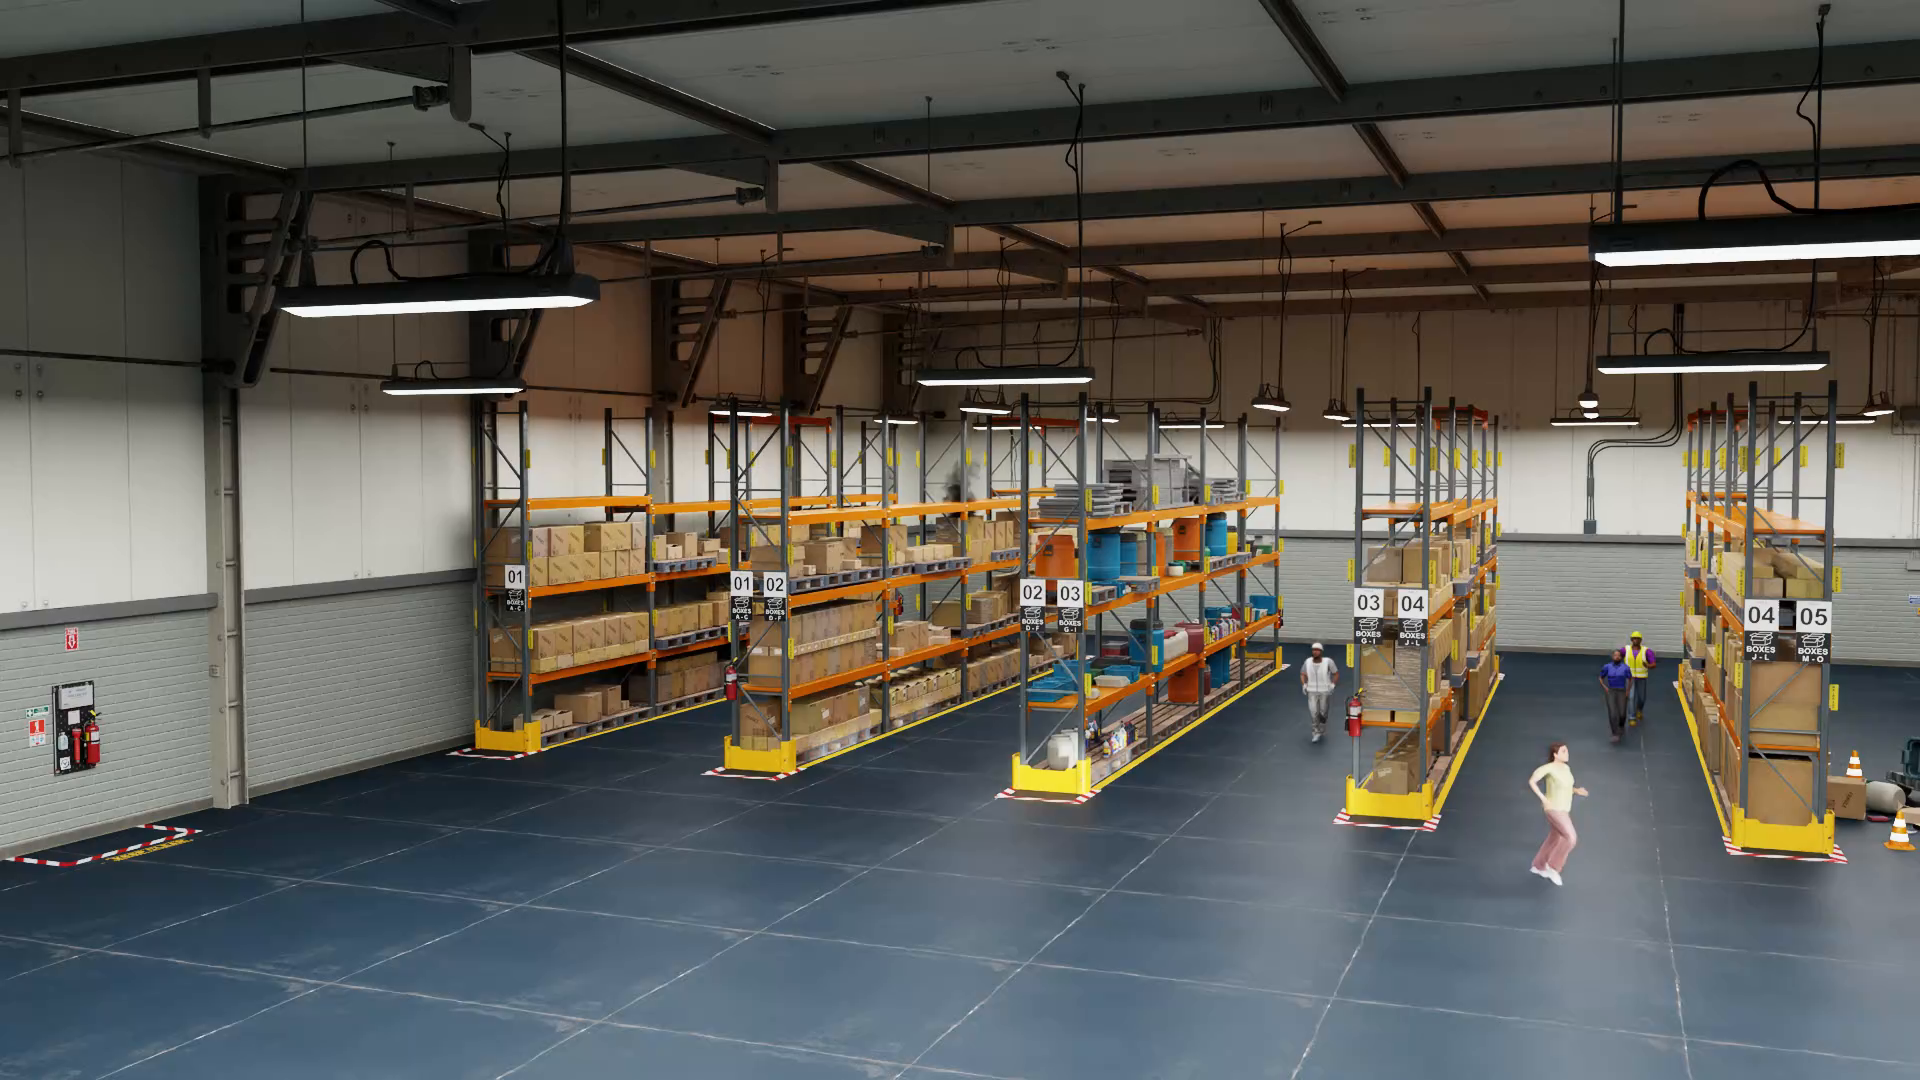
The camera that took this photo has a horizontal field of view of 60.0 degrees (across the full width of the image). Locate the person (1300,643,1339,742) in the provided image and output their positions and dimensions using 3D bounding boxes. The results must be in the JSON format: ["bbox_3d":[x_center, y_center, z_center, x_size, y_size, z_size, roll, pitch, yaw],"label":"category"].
[{"bbox_3d":[6.379,2.698,29.568,0.676,1.748,0.576,1,3,22],"label":"person"}]

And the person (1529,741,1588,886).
[{"bbox_3d":[7.061,3.216,19.644,0.554,1.680,0.673,-2,4,-41],"label":"person"}]

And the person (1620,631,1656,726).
[{"bbox_3d":[12.692,2.588,31.243,0.709,1.747,0.972,1,3,20],"label":"person"}]

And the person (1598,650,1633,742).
[{"bbox_3d":[11.669,2.758,29.609,0.582,1.624,0.536,1,3,20],"label":"person"}]
